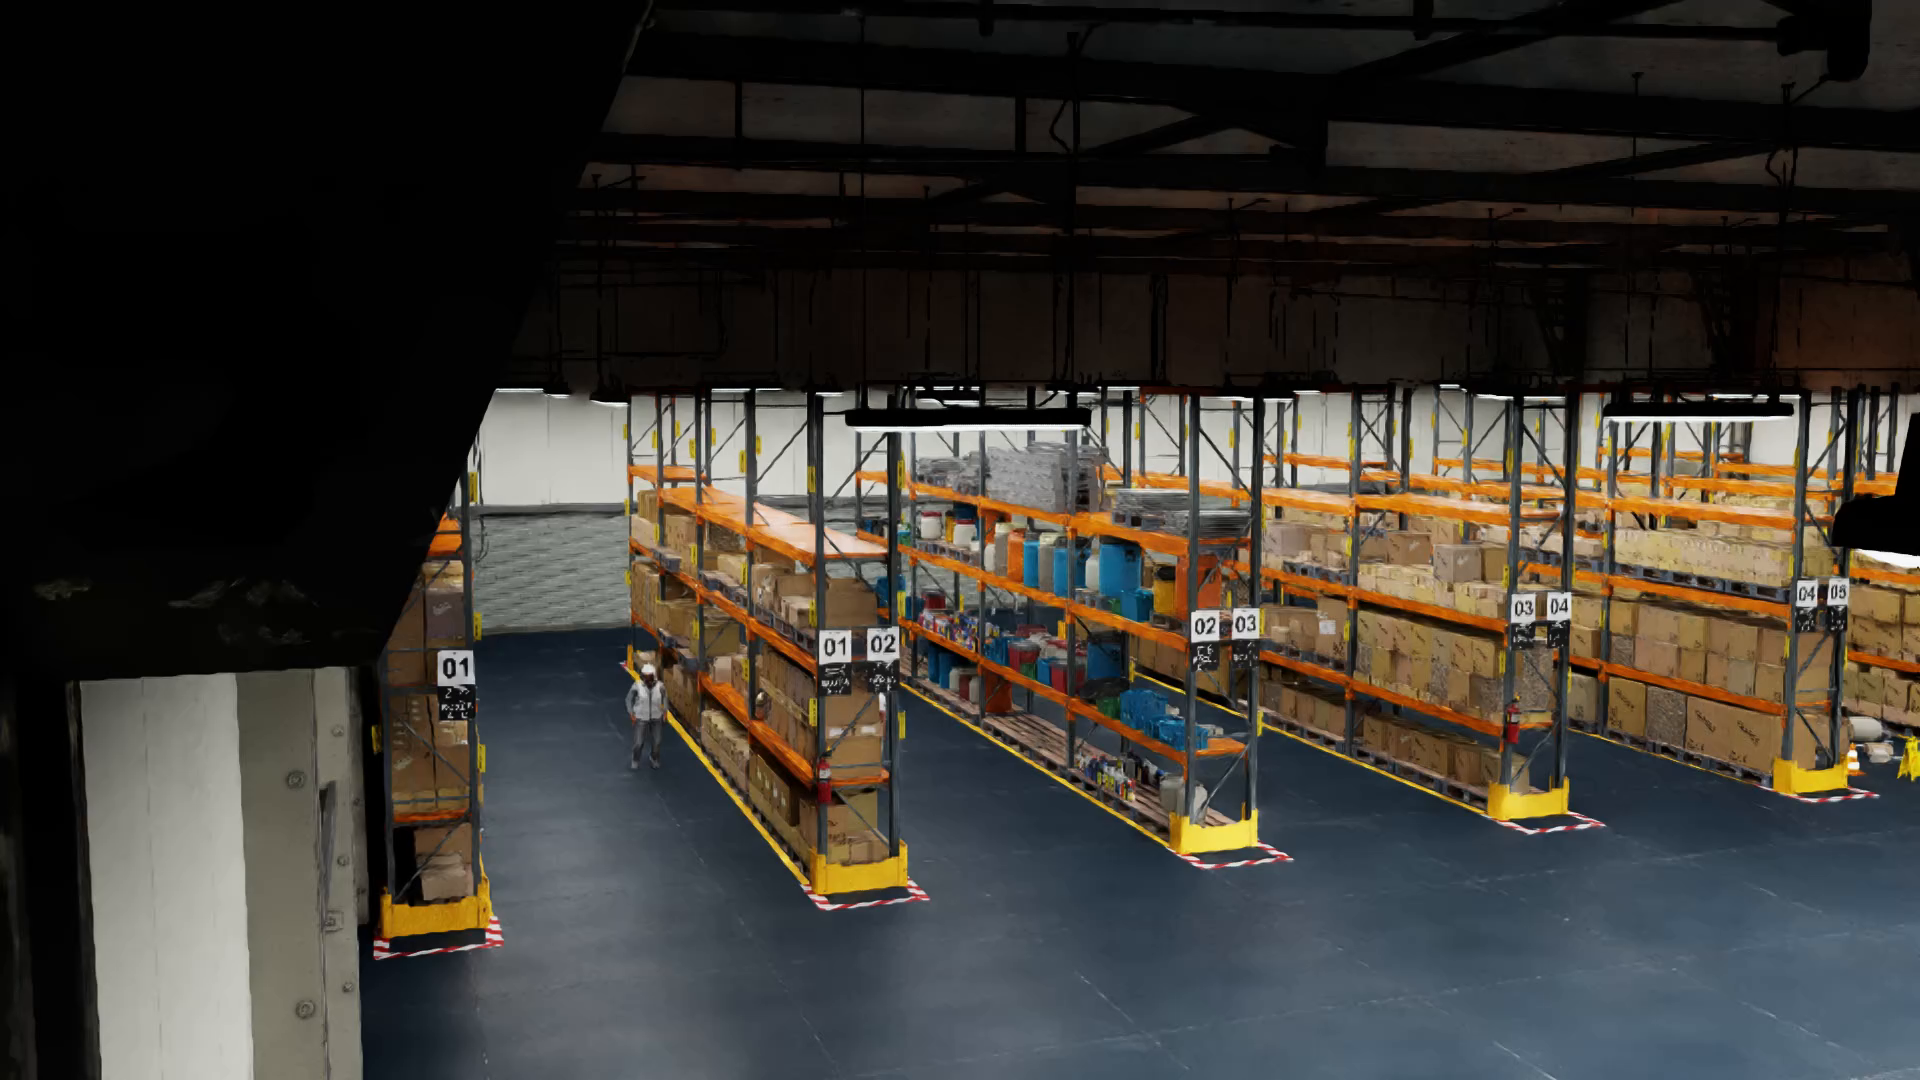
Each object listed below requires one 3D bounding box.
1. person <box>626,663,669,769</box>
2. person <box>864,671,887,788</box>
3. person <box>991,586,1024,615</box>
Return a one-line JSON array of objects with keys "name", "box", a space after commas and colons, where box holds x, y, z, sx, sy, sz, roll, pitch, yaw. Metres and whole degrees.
[{"name": "person", "box": [-4.919, 2.776, 26.213, 0.677, 1.726, 0.574, -2, 6, -21]}, {"name": "person", "box": [-1.316, 2.846, 25.196, 0.595, 1.762, 0.475, 5, 8, 39]}, {"name": "person", "box": [1.166, 1.134, 42.549, 0.642, 1.605, 0.800, -4, 7, -37]}]
